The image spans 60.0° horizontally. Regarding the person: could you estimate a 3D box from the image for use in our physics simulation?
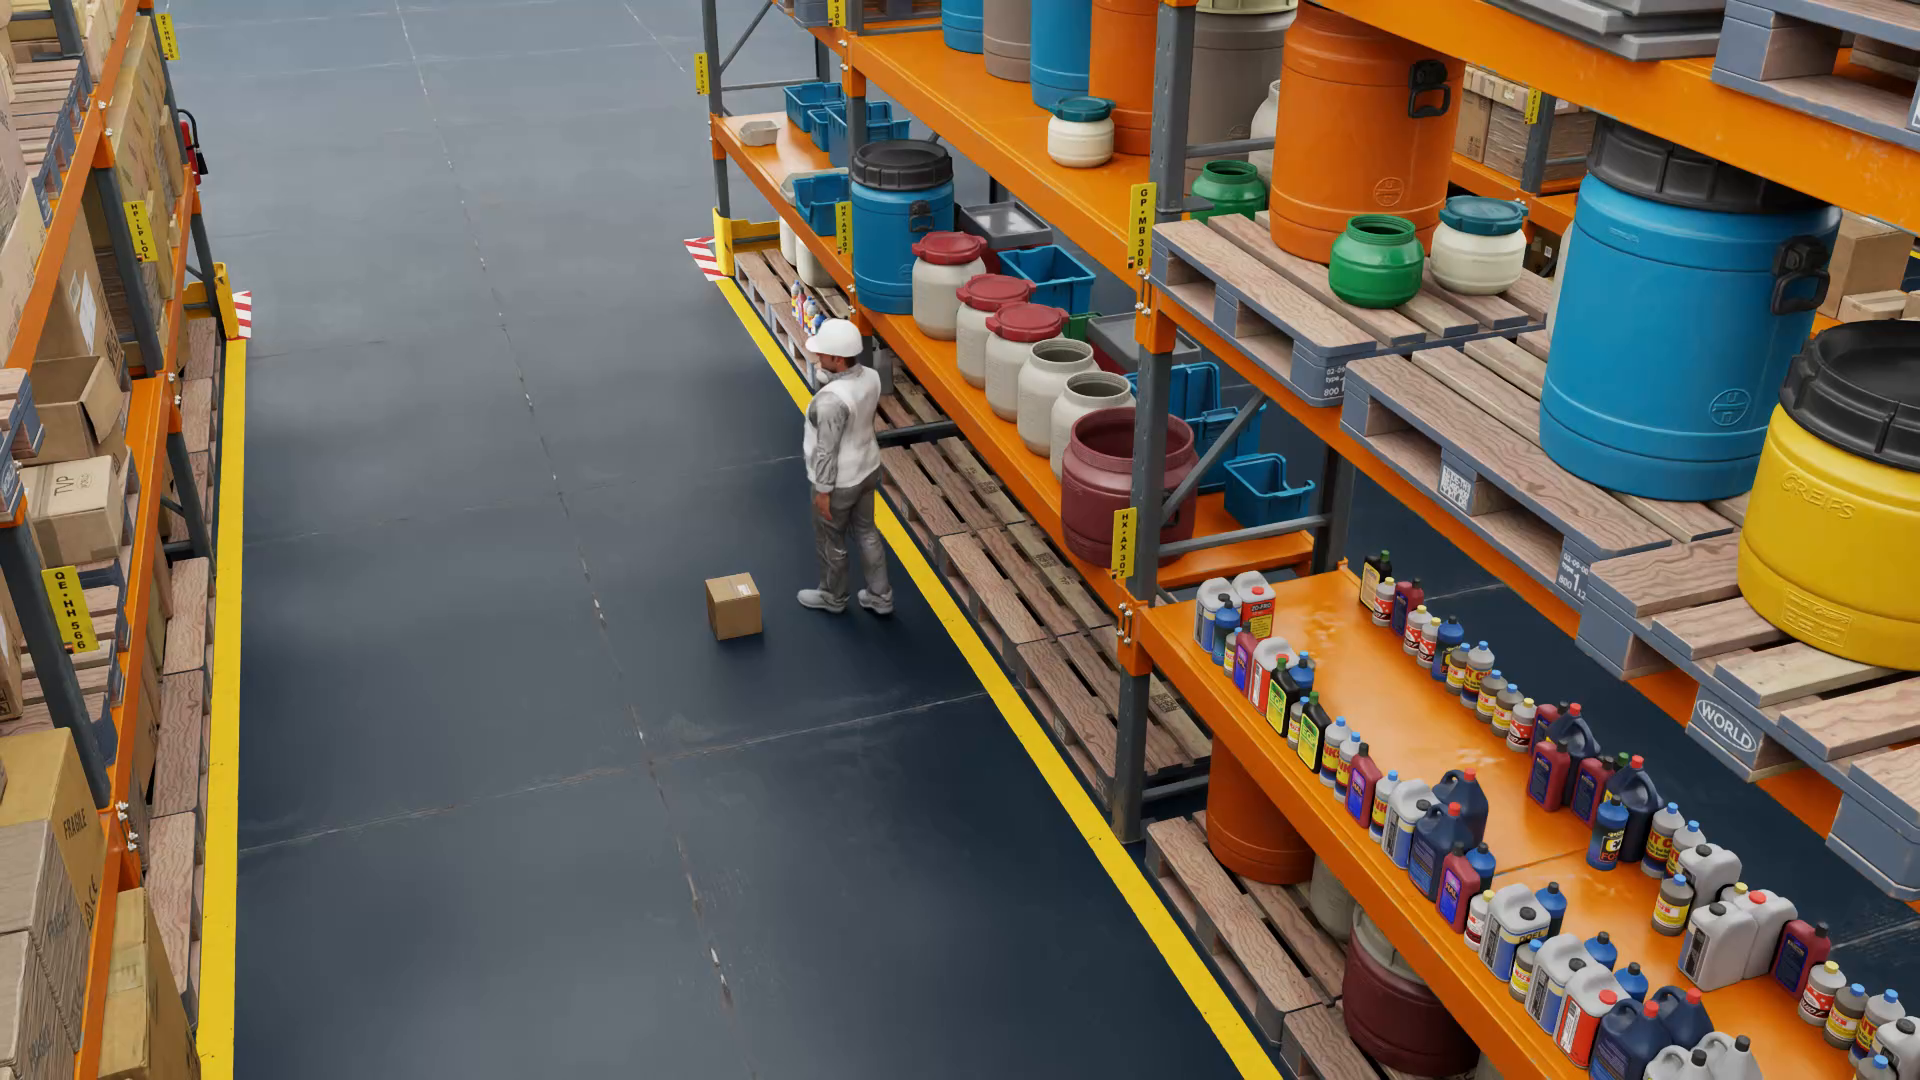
[{"bbox_3d":[-0.666,-0.369,8.956,0.584,1.774,0.563,15,33,25],"label":"person"}]
